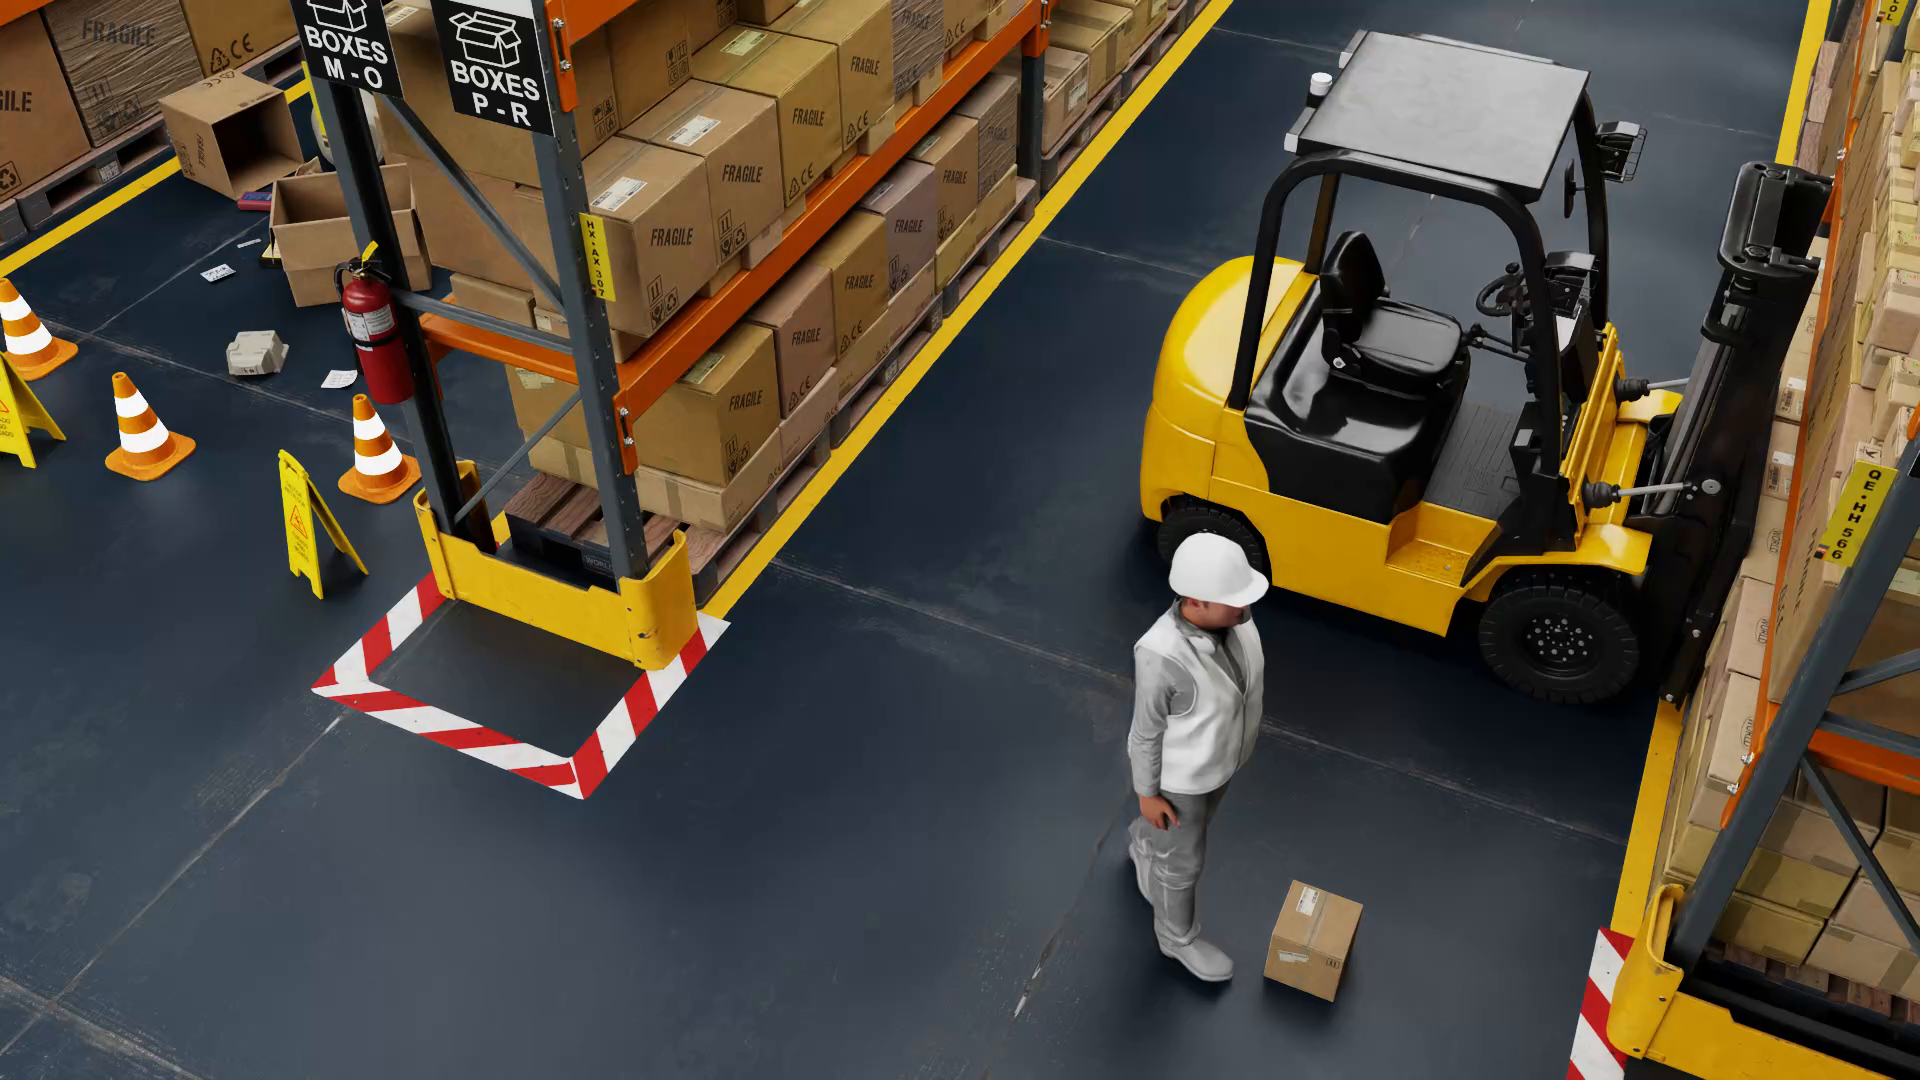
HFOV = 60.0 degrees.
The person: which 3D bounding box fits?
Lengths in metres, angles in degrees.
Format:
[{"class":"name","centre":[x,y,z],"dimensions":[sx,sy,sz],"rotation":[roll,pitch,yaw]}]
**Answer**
[{"class":"person","centre":[0.766,0.692,5.354],"dimensions":[0.618,1.778,0.547],"rotation":[30,50,29]}]
